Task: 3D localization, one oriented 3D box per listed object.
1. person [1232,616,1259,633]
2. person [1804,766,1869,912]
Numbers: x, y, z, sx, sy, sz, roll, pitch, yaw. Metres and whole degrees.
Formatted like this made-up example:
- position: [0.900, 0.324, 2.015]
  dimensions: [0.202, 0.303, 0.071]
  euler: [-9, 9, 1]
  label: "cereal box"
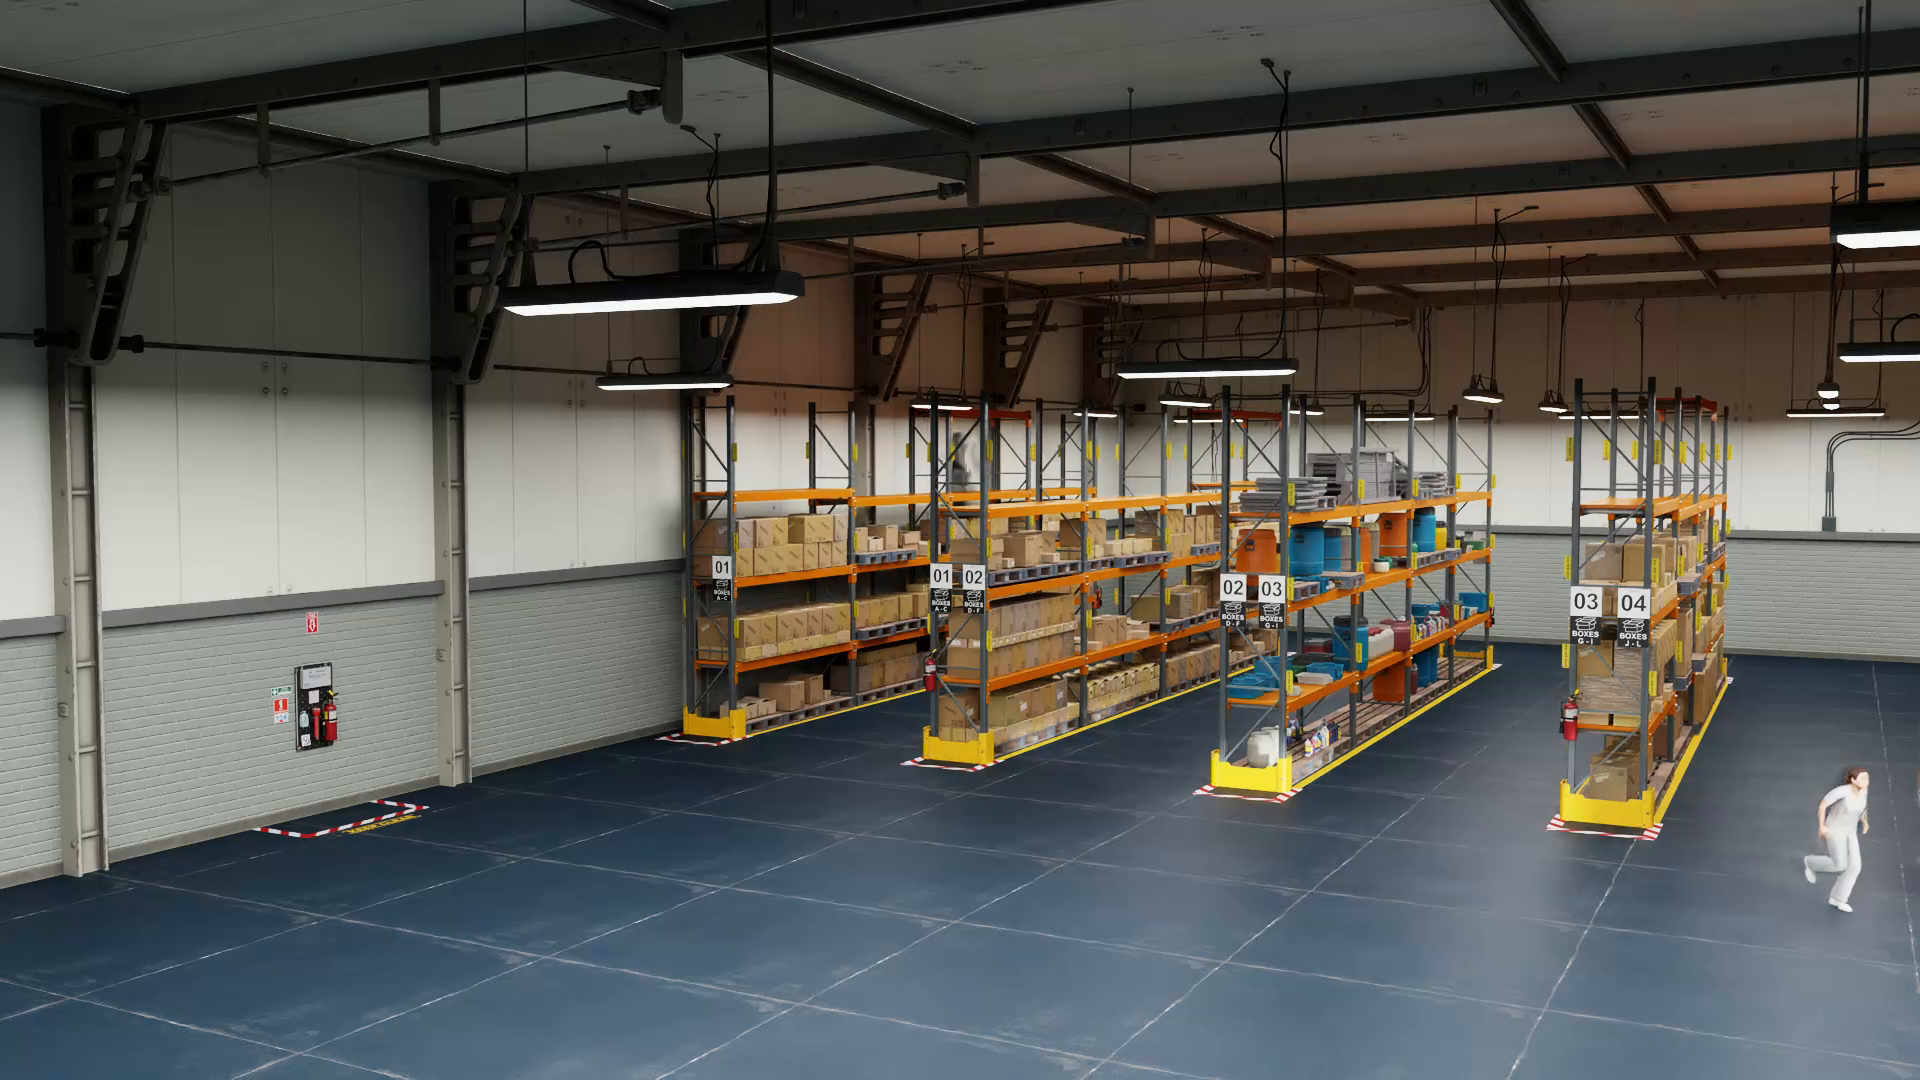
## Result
- position: [7.471, 1.884, 42.987]
  dimensions: [0.672, 1.754, 0.982]
  euler: [-2, 4, -33]
  label: "person"
- position: [9.702, 3.256, 18.403]
  dimensions: [0.559, 1.612, 0.778]
  euler: [-1, 3, -23]
  label: "person"
